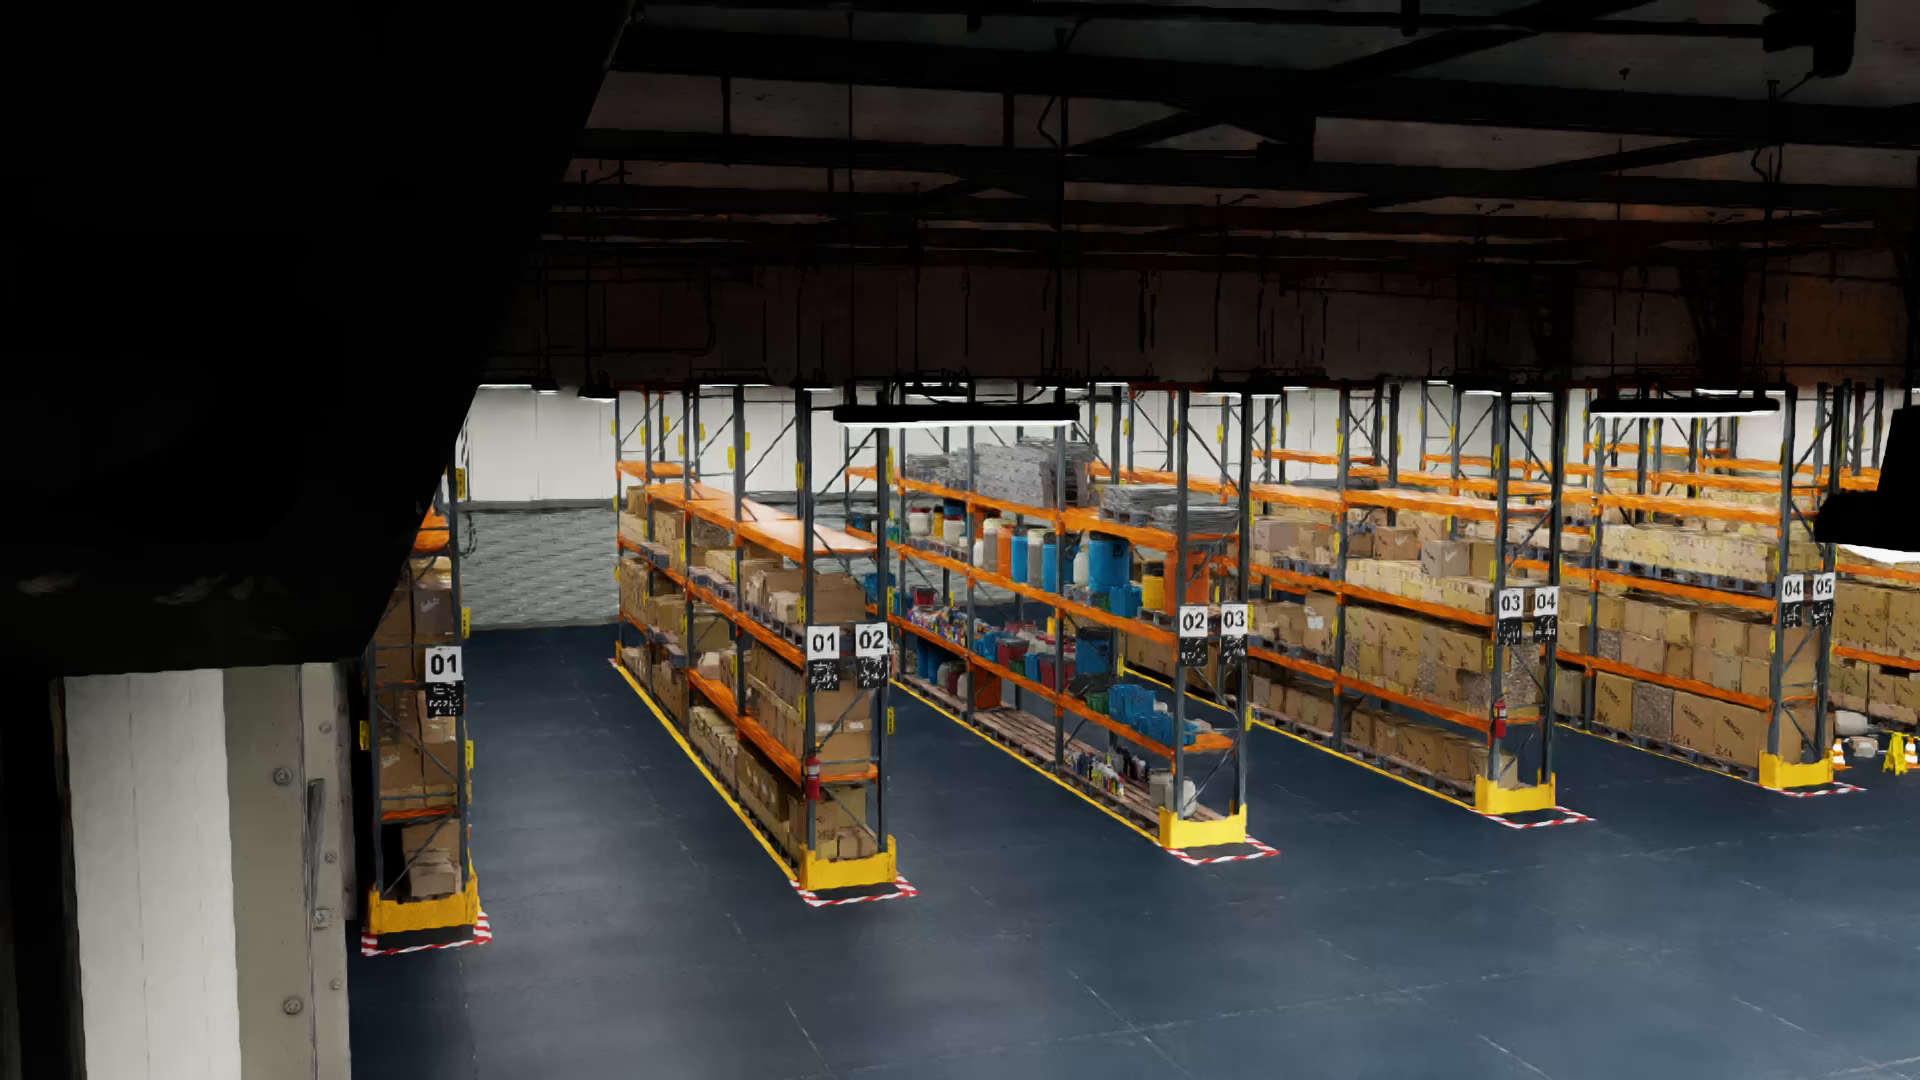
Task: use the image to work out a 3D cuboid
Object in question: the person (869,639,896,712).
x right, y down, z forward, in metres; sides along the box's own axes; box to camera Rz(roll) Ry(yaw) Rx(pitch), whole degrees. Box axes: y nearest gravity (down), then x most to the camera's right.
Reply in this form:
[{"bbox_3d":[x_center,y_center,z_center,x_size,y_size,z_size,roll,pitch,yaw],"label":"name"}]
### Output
[{"bbox_3d":[-1.472,2.360,29.621,0.682,1.704,0.542,-2,6,-21],"label":"person"}]
